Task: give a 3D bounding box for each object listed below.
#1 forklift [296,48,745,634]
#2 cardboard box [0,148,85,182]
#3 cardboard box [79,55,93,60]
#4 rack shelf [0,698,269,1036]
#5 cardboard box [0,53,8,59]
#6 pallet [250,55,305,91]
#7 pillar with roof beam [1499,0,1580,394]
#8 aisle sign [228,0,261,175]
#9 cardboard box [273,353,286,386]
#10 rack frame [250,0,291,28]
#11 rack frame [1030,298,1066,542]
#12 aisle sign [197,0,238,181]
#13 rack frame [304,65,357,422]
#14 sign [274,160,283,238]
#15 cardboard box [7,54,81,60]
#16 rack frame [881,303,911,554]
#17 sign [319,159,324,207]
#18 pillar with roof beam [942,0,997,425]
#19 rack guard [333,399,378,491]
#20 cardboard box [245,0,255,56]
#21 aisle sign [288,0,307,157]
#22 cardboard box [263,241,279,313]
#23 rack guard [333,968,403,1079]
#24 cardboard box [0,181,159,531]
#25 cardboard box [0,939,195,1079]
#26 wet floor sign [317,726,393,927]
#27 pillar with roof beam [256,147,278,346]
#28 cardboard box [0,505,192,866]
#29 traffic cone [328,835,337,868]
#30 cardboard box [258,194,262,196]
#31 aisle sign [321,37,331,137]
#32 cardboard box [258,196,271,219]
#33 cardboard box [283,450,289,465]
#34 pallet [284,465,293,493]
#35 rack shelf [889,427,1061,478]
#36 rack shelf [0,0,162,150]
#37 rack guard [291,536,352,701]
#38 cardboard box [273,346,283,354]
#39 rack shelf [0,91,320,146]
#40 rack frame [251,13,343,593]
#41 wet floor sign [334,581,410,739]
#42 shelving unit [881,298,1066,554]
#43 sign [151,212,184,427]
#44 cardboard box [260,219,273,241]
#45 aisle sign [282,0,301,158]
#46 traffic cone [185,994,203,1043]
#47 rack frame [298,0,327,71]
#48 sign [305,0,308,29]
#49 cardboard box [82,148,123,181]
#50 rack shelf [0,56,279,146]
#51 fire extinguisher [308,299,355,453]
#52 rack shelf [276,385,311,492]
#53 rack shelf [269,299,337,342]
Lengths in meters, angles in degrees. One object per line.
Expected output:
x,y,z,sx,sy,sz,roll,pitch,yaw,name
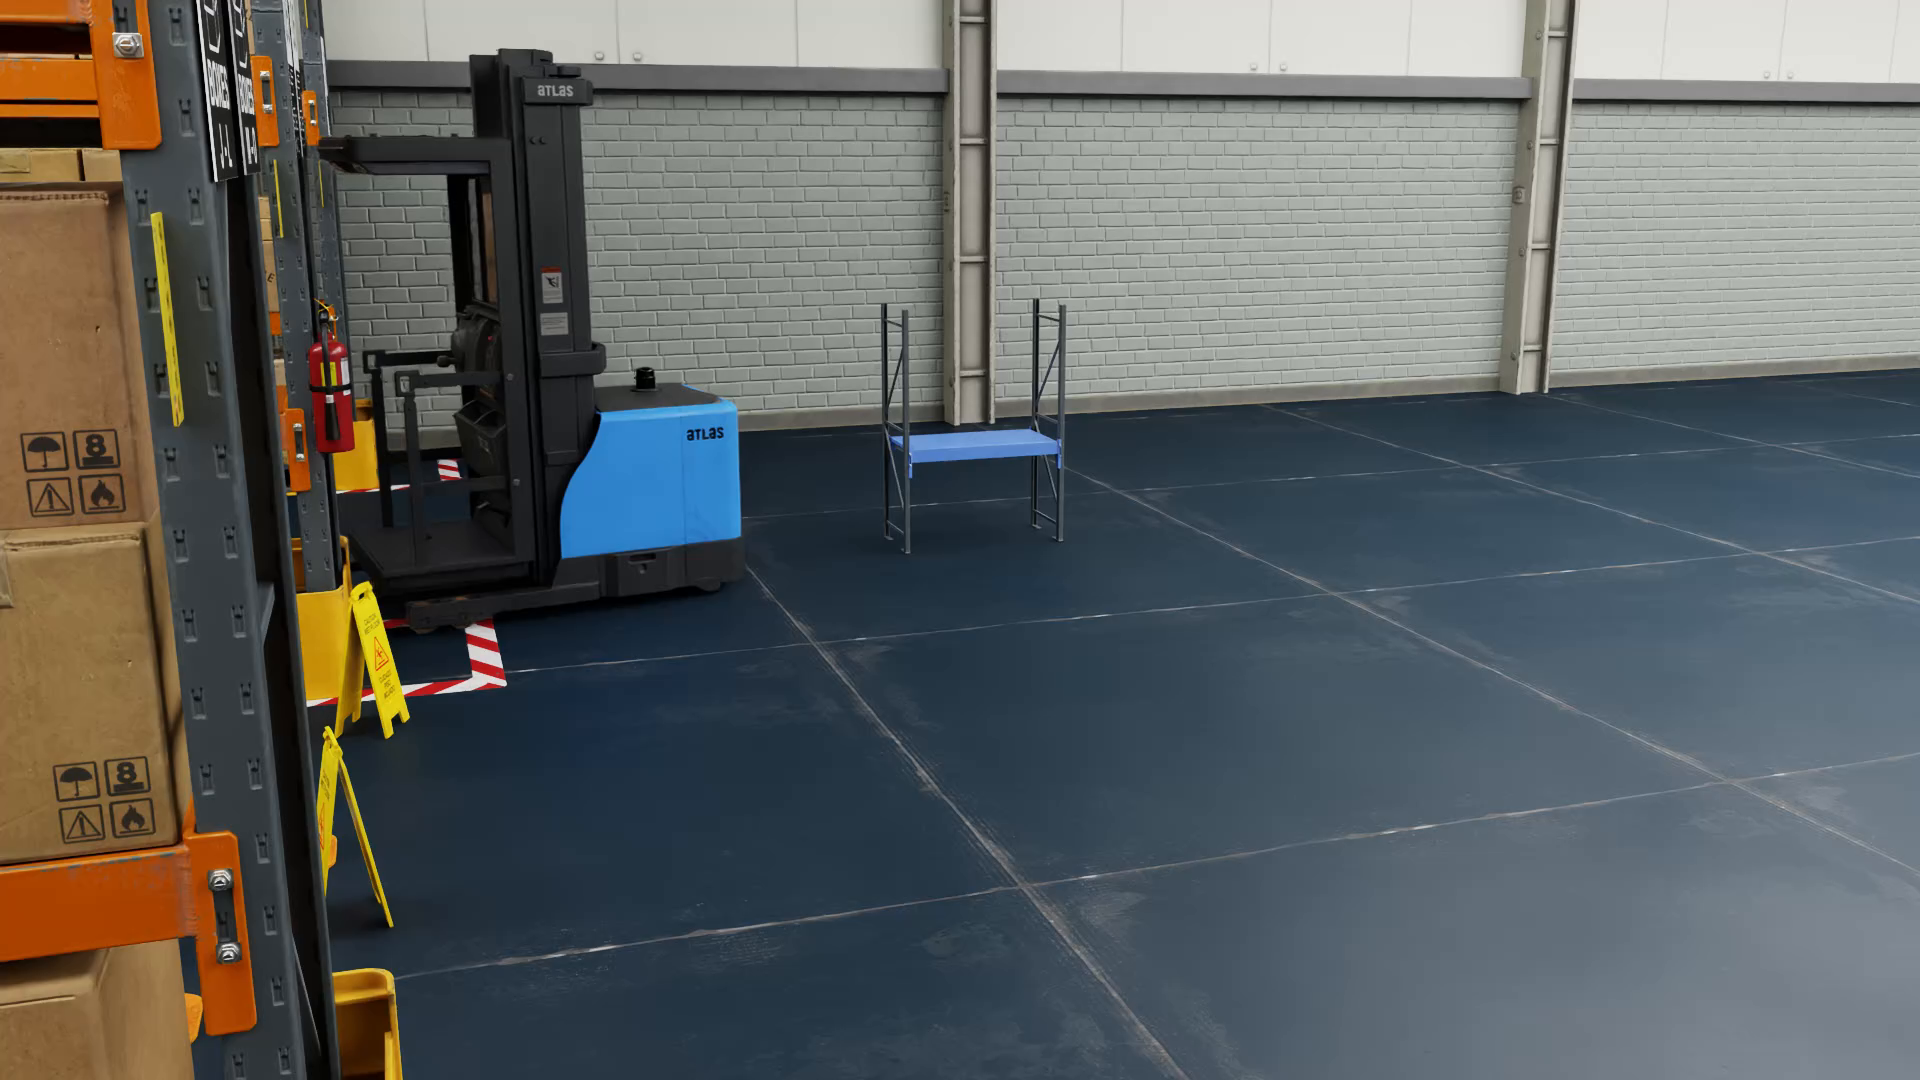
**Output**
-2.768,-1.079,8.847,3.031,2.935,1.130,-7,15,-27,forklift
-3.965,-1.422,7.120,0.500,0.500,0.700,-4,14,-18,cardboard box
-3.543,-2.087,6.997,0.250,0.149,0.380,-4,14,-18,cardboard box
-3.290,0.712,2.721,4.000,0.370,1.077,-4,14,-18,rack shelf
-4.067,-2.071,6.929,0.250,0.149,0.380,-4,14,-18,cardboard box
-5.334,-3.322,11.834,1.213,0.211,1.003,-4,14,-18,pallet
7.144,-4.958,12.042,0.400,9.000,9.100,-4,14,-18,pillar with roof beam
-1.423,-1.121,3.256,0.004,0.787,0.394,-4,14,-18,aisle sign
-4.992,-1.203,12.090,0.500,0.250,0.500,-4,14,-16,cardboard box
-3.069,-3.782,7.097,0.127,3.000,1.000,-4,14,-18,rack frame
0.563,-0.773,10.653,0.032,1.500,0.500,-4,14,-18,rack frame
-1.231,-0.990,2.703,0.004,0.787,0.394,-4,14,-18,aisle sign
-4.655,-1.952,12.367,0.127,3.000,1.000,-4,14,-18,rack frame
-2.911,-1.457,7.103,0.005,0.325,0.100,-4,14,-18,sign
-3.806,-2.075,6.946,0.250,0.149,0.380,-4,14,-16,cardboard box
-0.401,-0.698,10.338,0.032,1.500,0.500,-4,14,-18,rack frame
-4.496,-2.510,11.701,0.005,0.325,0.100,-4,14,-18,sign
1.457,-4.515,10.180,0.400,9.000,9.100,-4,14,-18,pillar with roof beam
-4.633,-0.738,12.664,0.348,0.500,1.175,-4,14,-18,rack guard
-4.997,-3.627,11.586,0.500,0.500,0.500,-4,14,-16,cardboard box
-3.109,-2.201,7.795,0.004,0.787,0.394,-4,14,-18,aisle sign
-5.038,-1.907,11.960,0.500,0.500,0.500,-5,14,-19,cardboard box
-1.372,1.429,3.555,0.348,0.500,1.175,-4,14,-18,rack guard
-1.758,-0.365,3.037,0.550,0.550,0.875,-4,14,-18,cardboard box
-2.016,1.109,3.184,0.875,0.875,0.875,-4,14,-18,cardboard box
-1.998,0.924,5.366,0.232,0.644,0.267,-7,15,-28,wet floor sign
-4.230,-4.073,8.318,0.400,9.000,9.100,-4,14,-18,pillar with roof beam
-1.732,0.179,3.084,0.550,0.550,0.875,-4,14,-18,cardboard box
-2.389,0.904,5.844,0.334,0.463,0.336,-4,14,-18,traffic cone
-5.314,-2.477,12.314,0.250,0.149,0.380,-4,14,-16,cardboard box
-4.500,-3.157,11.816,0.004,0.787,0.394,-4,14,-18,aisle sign
-4.928,-2.388,11.940,0.250,0.149,0.380,-4,14,-18,cardboard box
-5.000,-0.715,12.199,0.500,0.250,0.500,-4,14,-18,cardboard box
-5.367,-0.530,12.414,1.213,0.211,1.003,-4,14,-18,pallet
0.081,-0.561,10.537,1.000,0.185,0.538,-4,14,-18,rack shelf
-3.290,-0.747,2.374,4.000,0.370,1.077,-4,14,-18,rack shelf
-3.141,0.358,8.057,0.348,0.500,1.175,-4,14,-18,rack guard
-5.171,-1.311,12.546,0.500,0.250,0.500,-5,14,-19,cardboard box
-6.551,-2.914,11.482,4.000,0.370,1.077,-4,14,-18,rack shelf
-3.069,-0.864,7.791,0.127,3.000,1.000,-4,14,-18,rack frame
-2.547,0.502,7.136,0.232,0.644,0.267,0,13,1,wet floor sign
0.081,-0.736,10.496,1.048,1.500,0.538,-4,14,-18,shelving unit
-1.234,-0.344,2.592,0.005,0.325,0.100,-4,14,-18,sign
-4.895,-2.229,11.914,0.250,0.149,0.380,-4,14,-17,cardboard box
-2.918,-2.069,7.242,0.004,0.787,0.394,-4,14,-18,aisle sign
-2.351,1.177,4.697,0.334,0.463,0.336,-4,14,-18,traffic cone
-4.655,-4.871,11.673,0.127,3.000,1.000,-4,14,-18,rack frame
-4.496,-3.683,11.422,0.005,0.325,0.100,-4,14,-18,sign
-3.483,-1.458,7.270,0.500,0.500,0.700,-5,14,-19,cardboard box
-4.964,-1.825,6.907,4.000,0.370,1.077,-4,14,-18,rack shelf
-2.813,-0.733,7.411,0.183,0.674,0.296,-4,14,-18,fire extinguisher
-4.964,-0.366,7.254,4.000,0.370,1.077,-4,14,-18,rack shelf
-6.551,-1.454,11.830,4.000,0.370,1.077,-4,14,-18,rack shelf
